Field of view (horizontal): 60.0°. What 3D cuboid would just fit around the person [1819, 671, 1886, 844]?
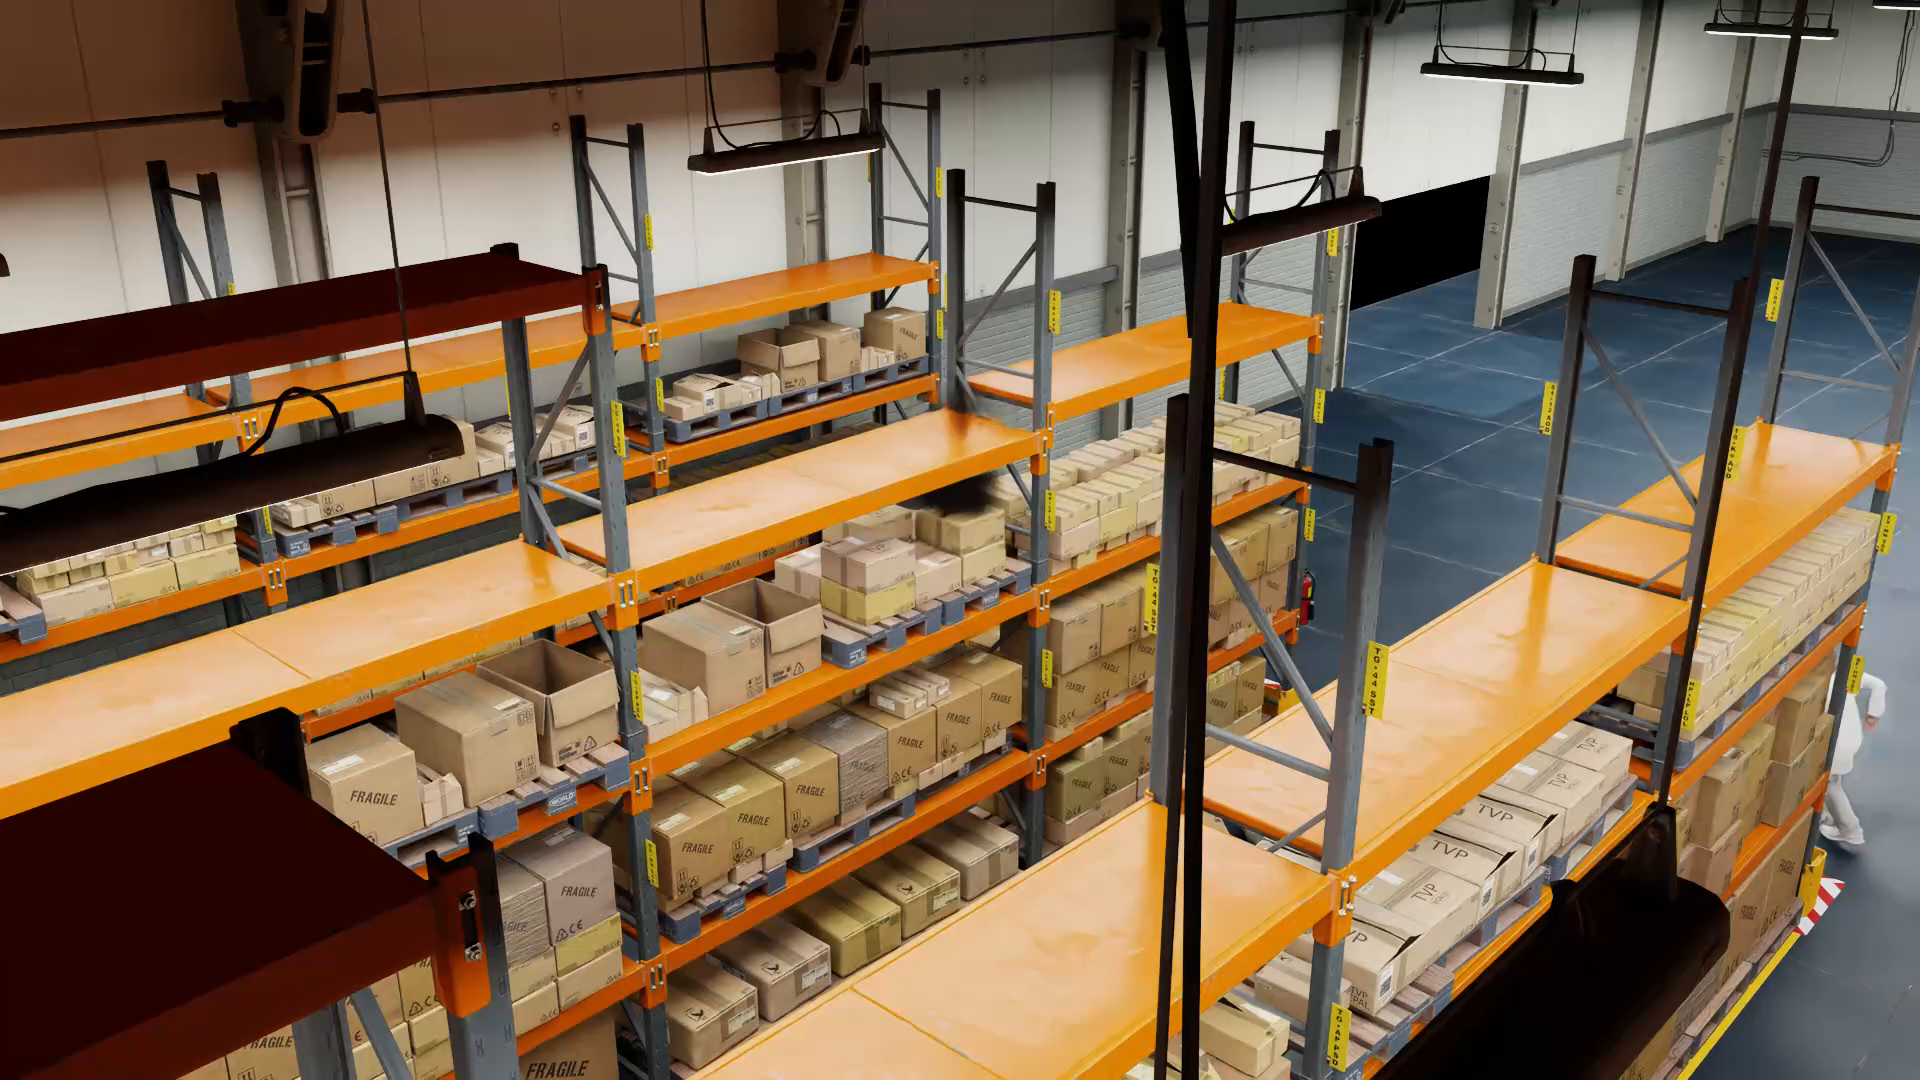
[{"bbox_3d":[7.910,1.847,15.023,0.751,1.660,1.028,-7,22,-17],"label":"person"}]
